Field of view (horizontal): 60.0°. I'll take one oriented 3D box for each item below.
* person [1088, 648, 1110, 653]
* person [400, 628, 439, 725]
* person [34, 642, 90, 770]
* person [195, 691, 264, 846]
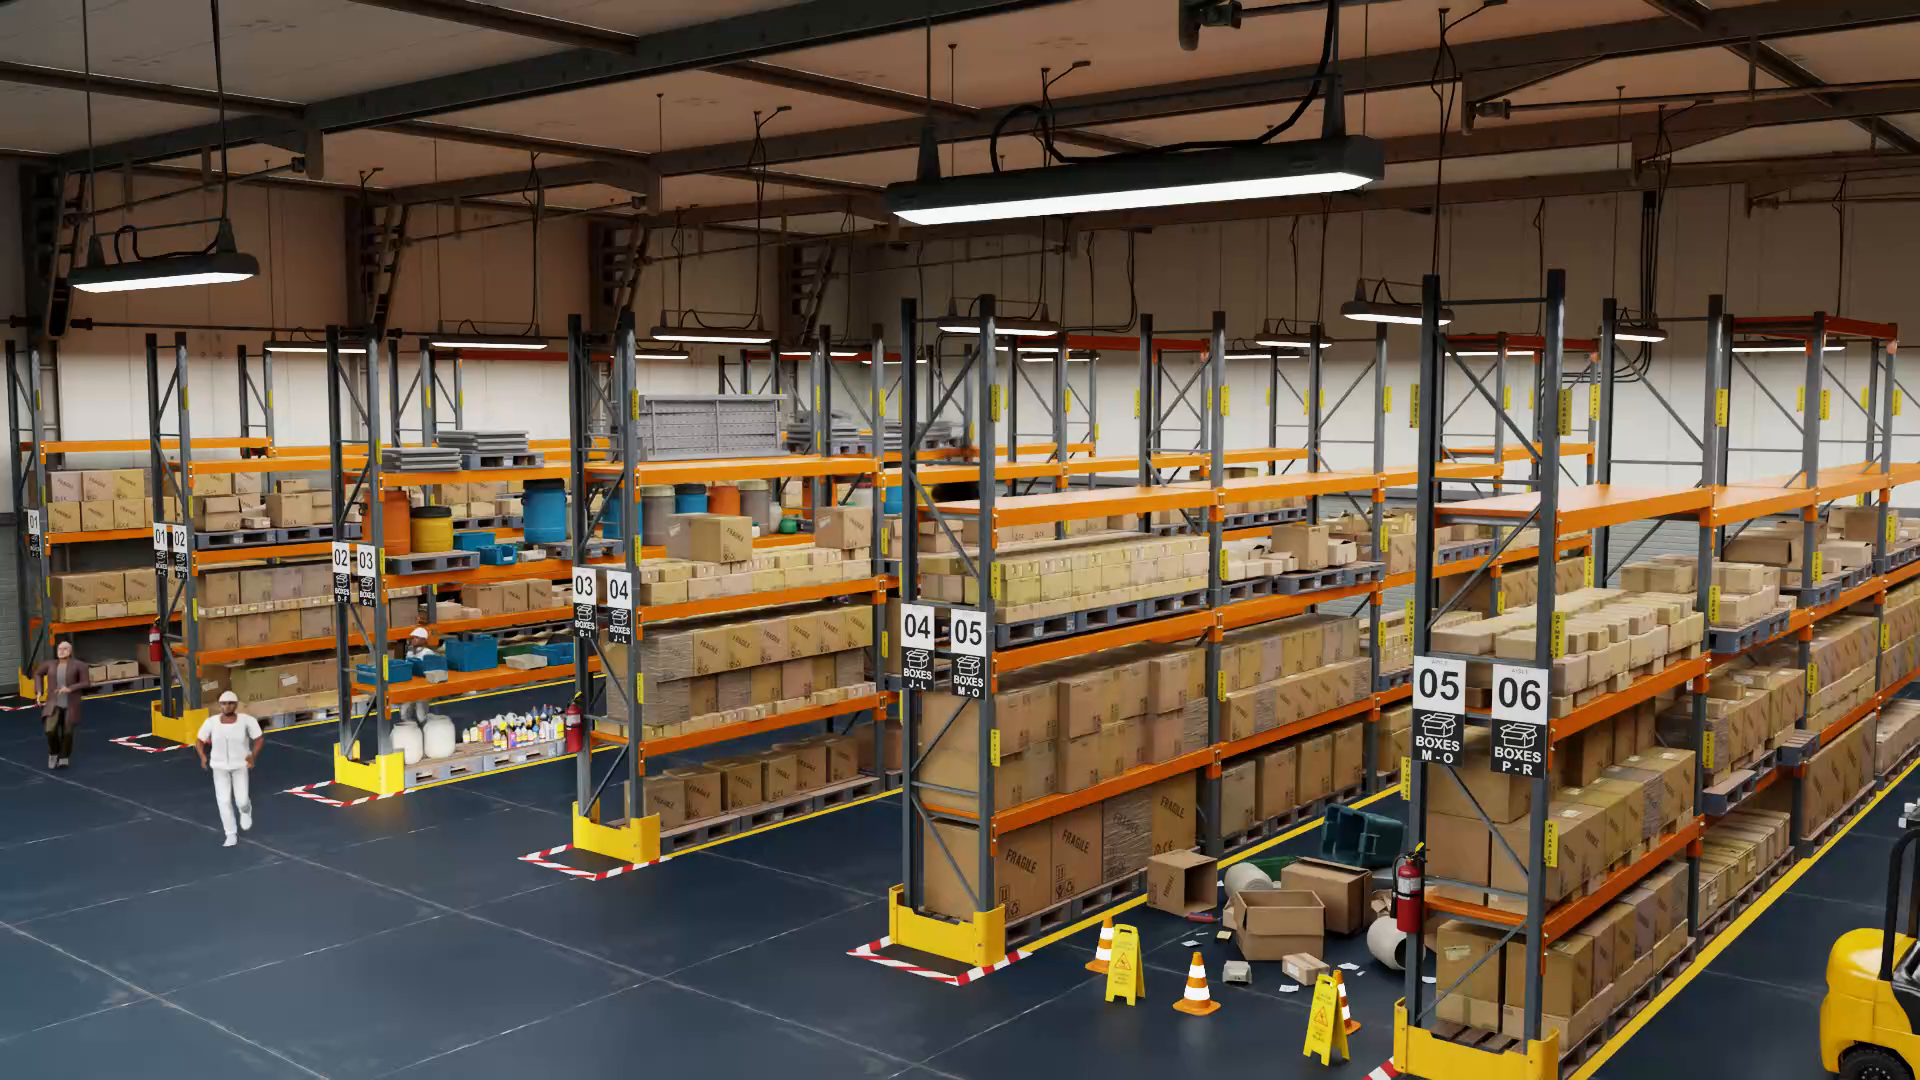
[{"bbox_3d":[1.796,2.009,22.286,0.699,1.773,0.768,3,6,30],"label":"person"},{"bbox_3d":[-7.818,2.138,24.043,0.668,1.739,0.803,3,6,27],"label":"person"},{"bbox_3d":[-12.237,2.254,22.679,0.698,1.737,0.658,-2,6,-24],"label":"person"},{"bbox_3d":[-8.372,2.585,19.072,0.726,1.738,0.670,-2,5,-17],"label":"person"}]
